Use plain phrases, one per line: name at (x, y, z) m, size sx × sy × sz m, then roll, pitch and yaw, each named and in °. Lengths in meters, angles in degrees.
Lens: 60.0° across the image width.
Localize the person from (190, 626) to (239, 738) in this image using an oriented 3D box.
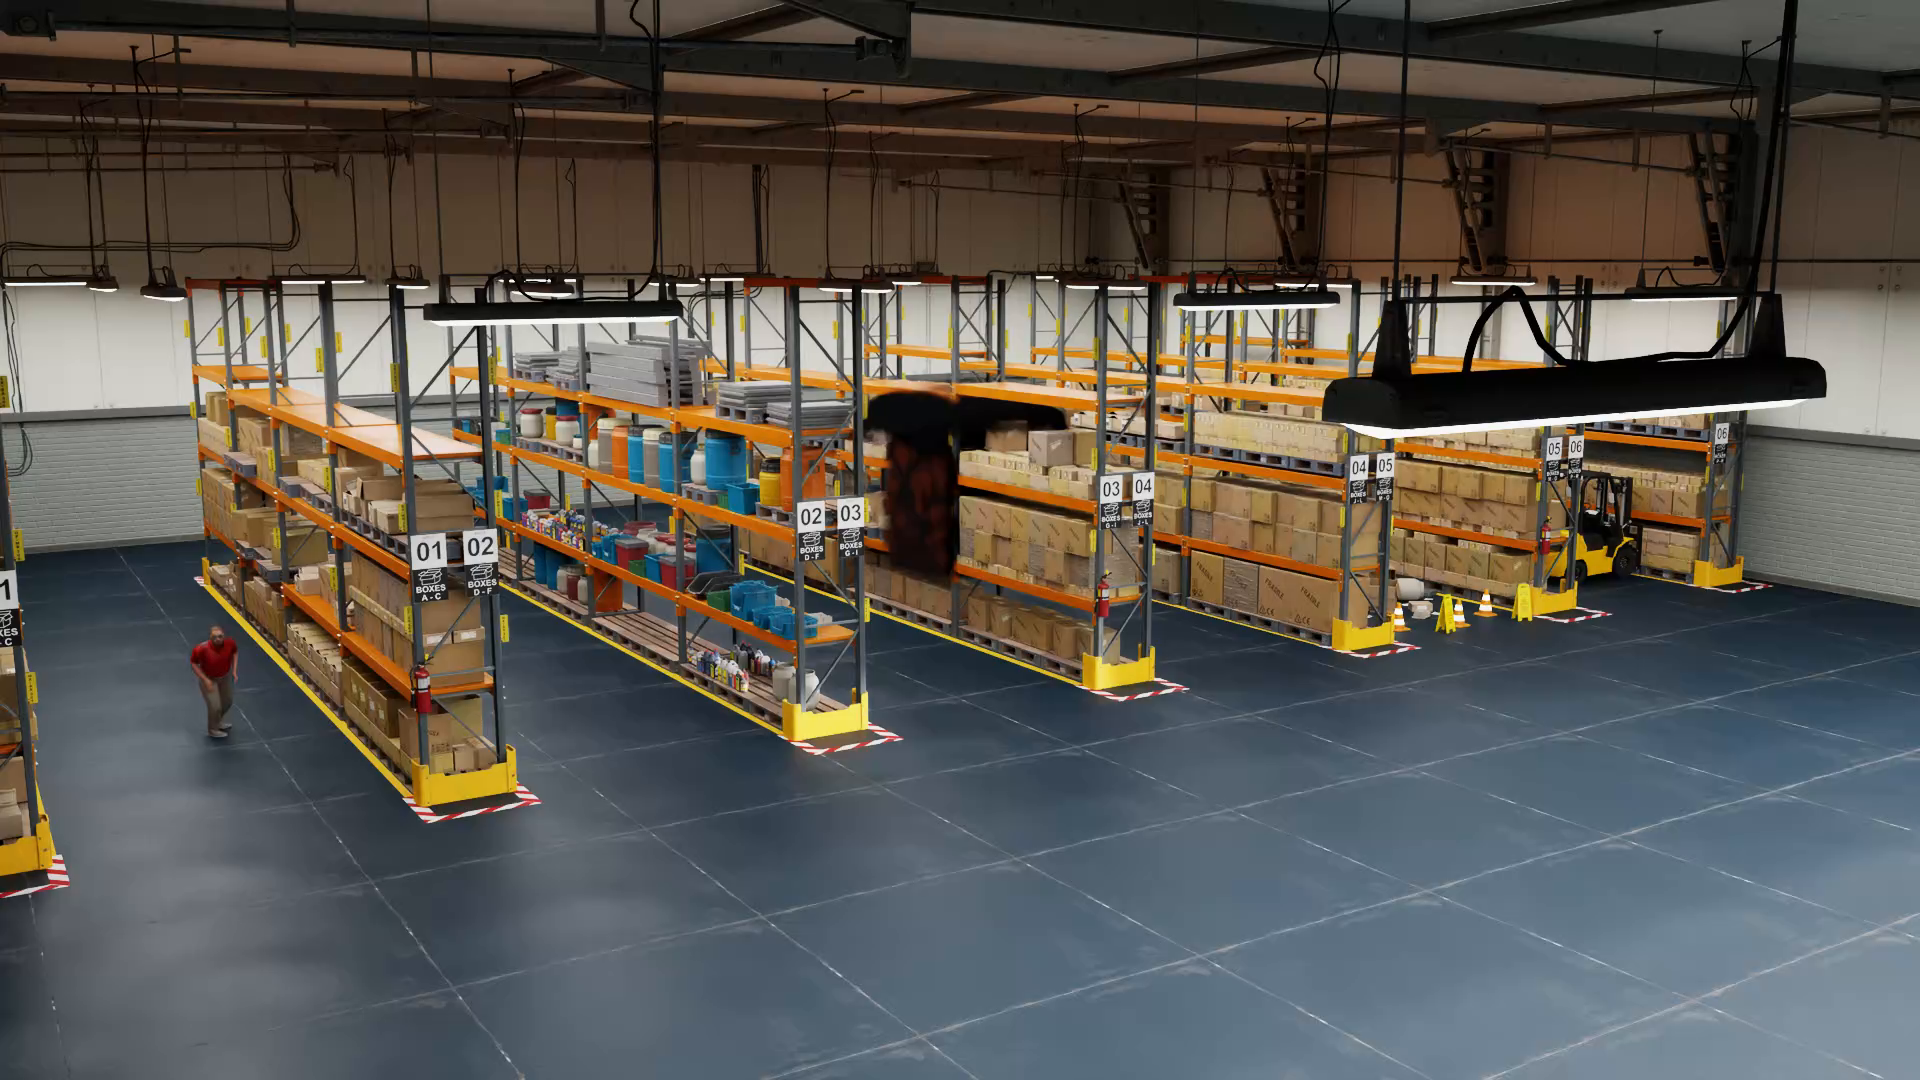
person at (-9.965, 1.863, 22.209) m, size 0.856 × 1.575 × 0.687 m, roll 6°, pitch 11°, yaw 33°

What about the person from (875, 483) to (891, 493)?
person at (-1.696, -0.444, 35.432) m, size 0.819 × 1.670 × 0.724 m, roll -2°, pitch 10°, yaw -9°
